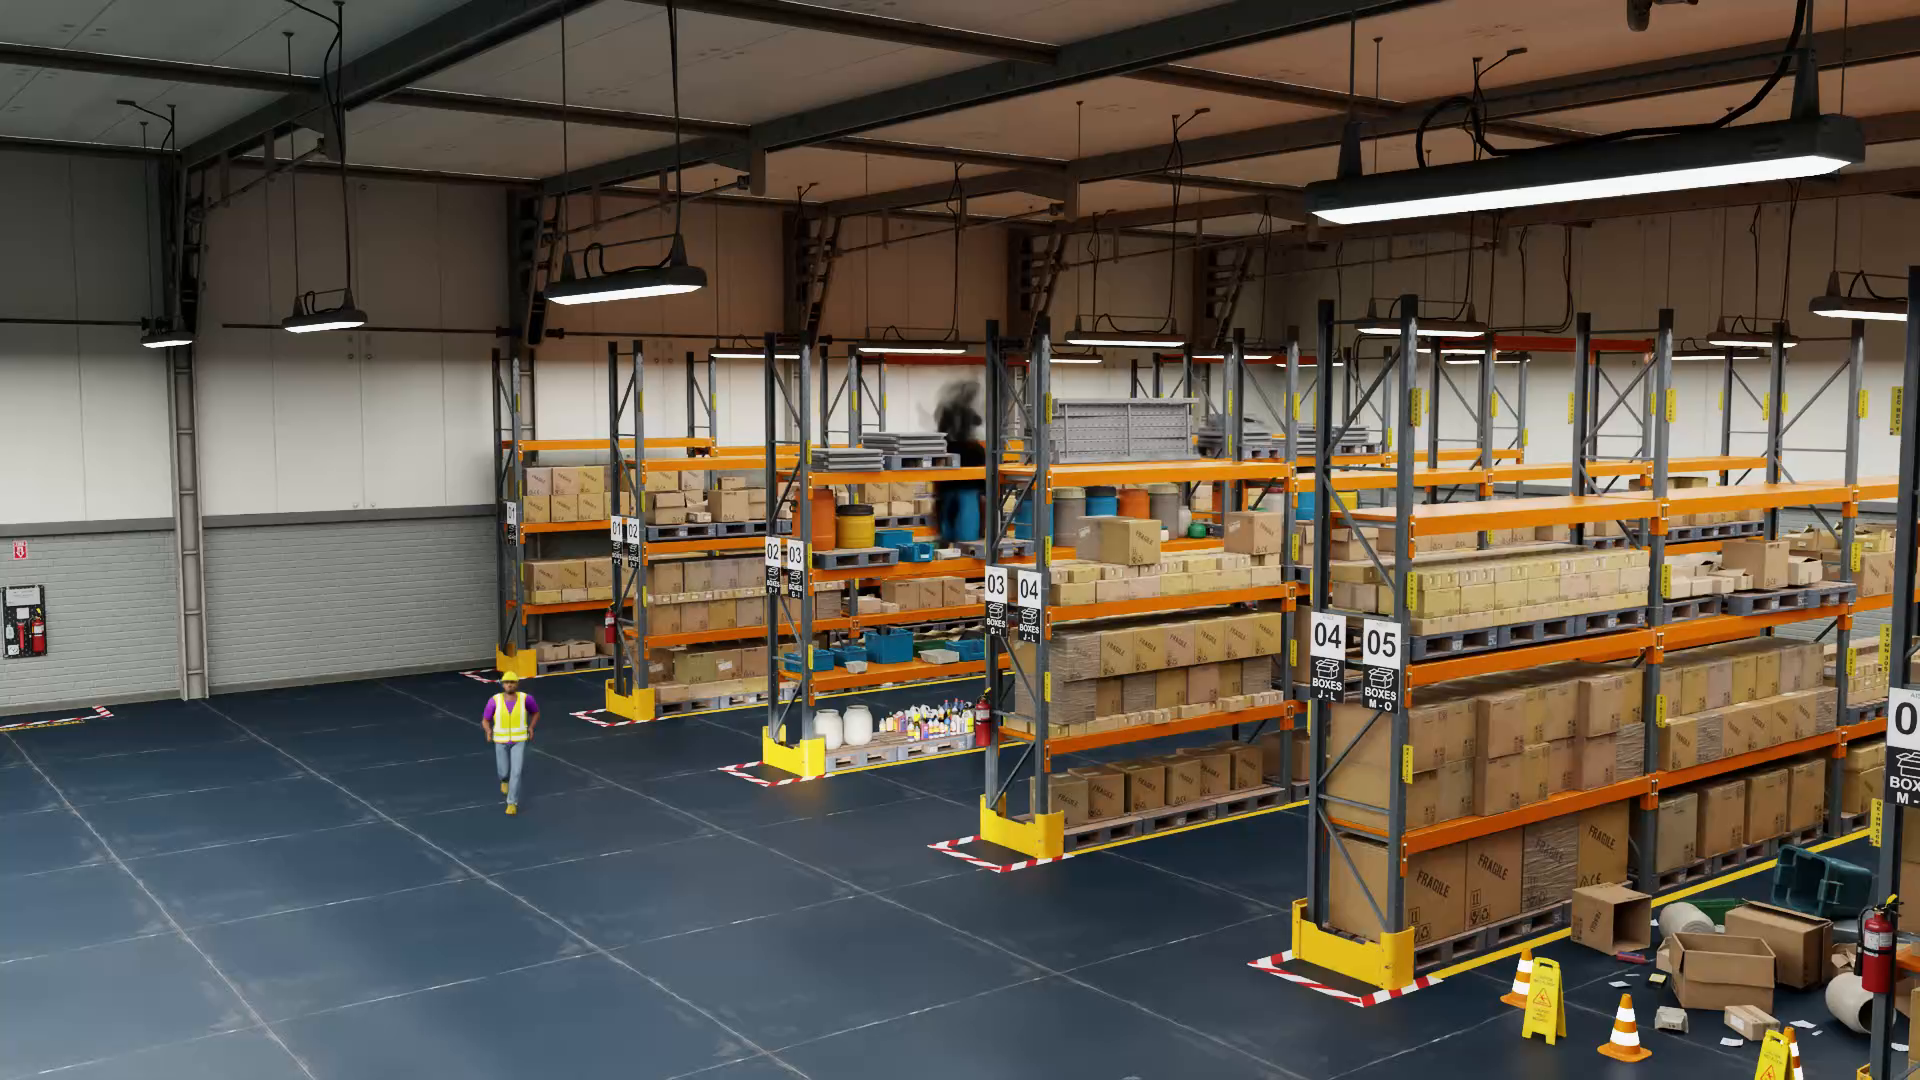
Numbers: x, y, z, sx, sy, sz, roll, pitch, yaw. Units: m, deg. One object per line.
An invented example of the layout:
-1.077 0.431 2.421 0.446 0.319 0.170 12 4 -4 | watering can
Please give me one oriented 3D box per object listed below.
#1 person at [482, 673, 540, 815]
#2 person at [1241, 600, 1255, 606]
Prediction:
-5.555 2.497 20.613 0.699 1.726 0.701 -1 5 -14 | person
5.587 1.533 32.272 0.607 1.631 0.779 4 7 40 | person
